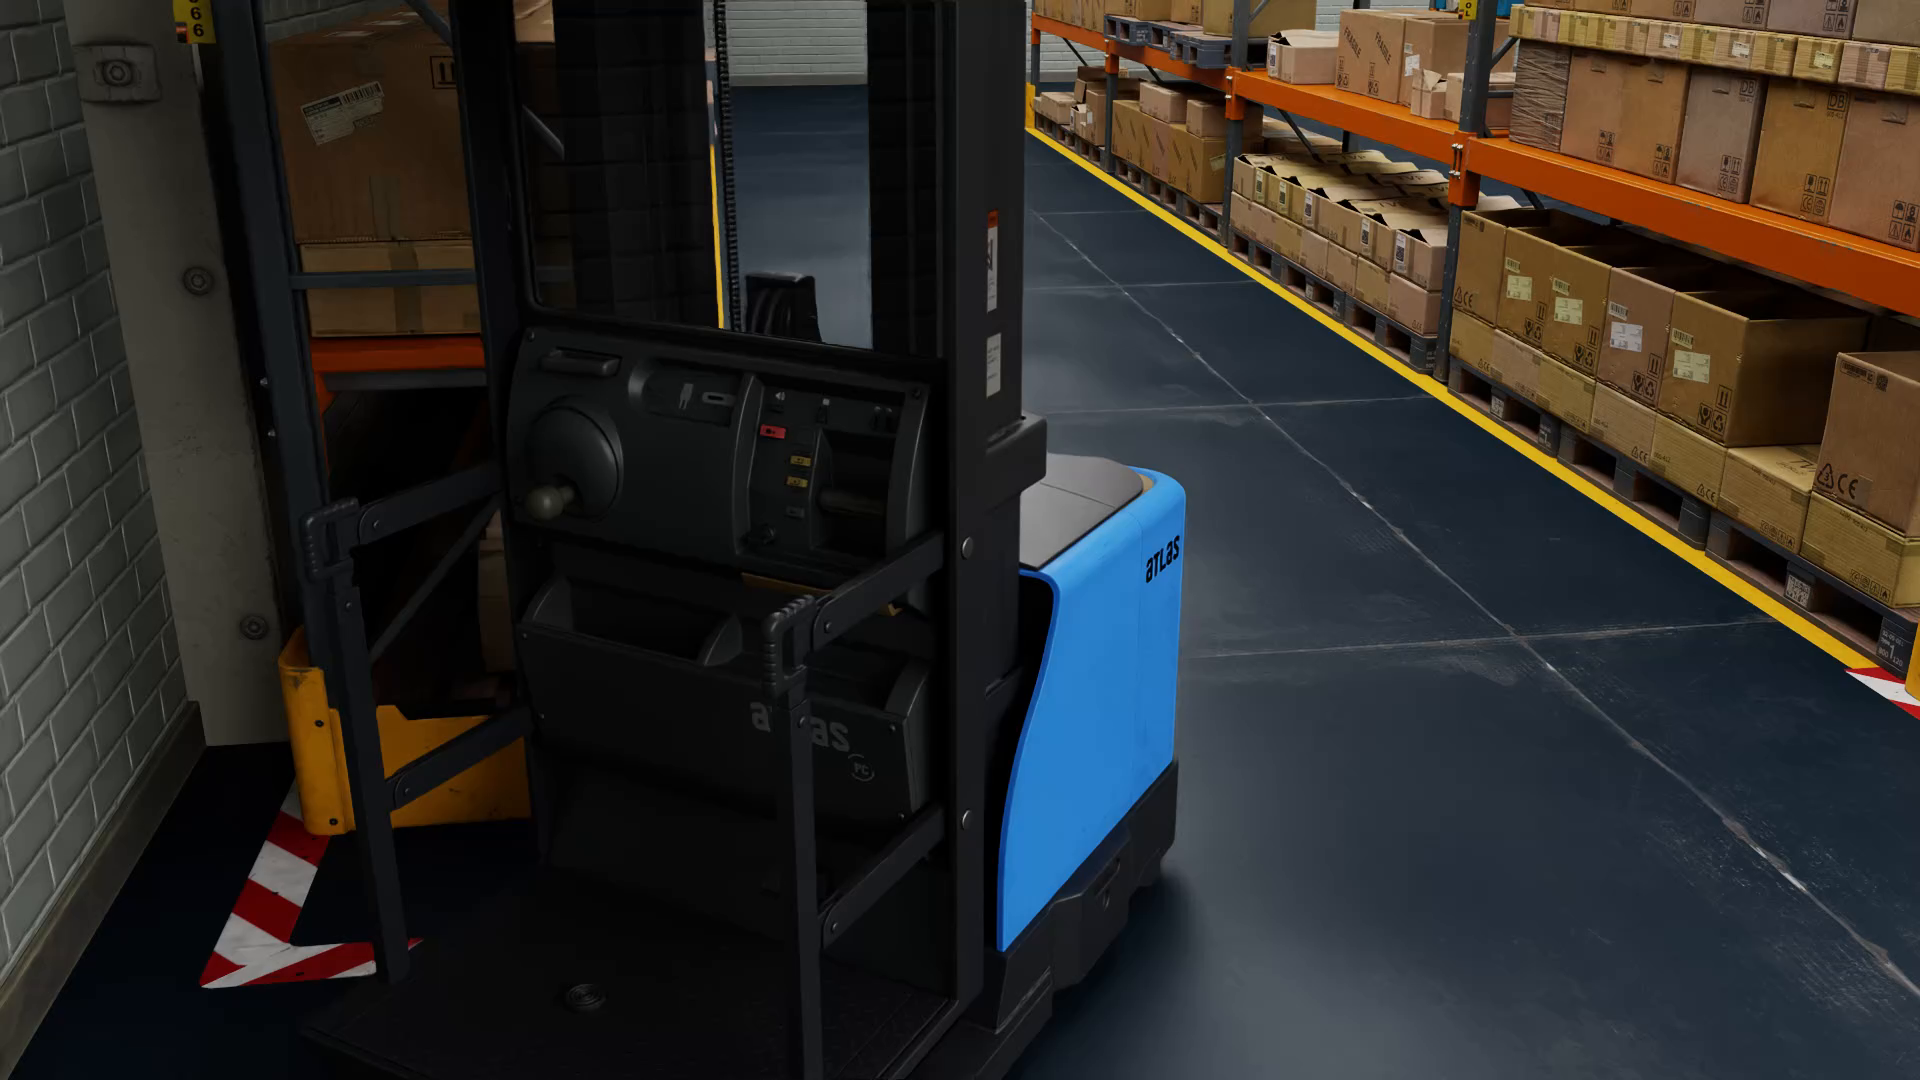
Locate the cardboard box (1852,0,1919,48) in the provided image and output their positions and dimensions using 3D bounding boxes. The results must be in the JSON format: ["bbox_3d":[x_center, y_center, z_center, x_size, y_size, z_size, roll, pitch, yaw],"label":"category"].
[{"bbox_3d":[3.517,-1.924,5.584,0.700,0.500,0.500,-3,21,-9],"label":"cardboard box"}]

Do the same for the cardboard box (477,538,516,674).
[{"bbox_3d":[-1.252,0.153,5.233,0.500,0.311,0.500,-5,21,-14],"label":"cardboard box"}]

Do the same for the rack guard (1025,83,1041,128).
[{"bbox_3d":[1.365,-5.250,20.058,1.175,0.500,0.348,-3,21,-8],"label":"rack guard"}]

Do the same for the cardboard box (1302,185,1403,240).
[{"bbox_3d":[2.522,-2.116,10.623,0.500,0.311,0.500,-3,21,-8],"label":"cardboard box"}]

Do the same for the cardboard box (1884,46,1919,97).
[{"bbox_3d":[3.341,-1.560,5.535,0.380,0.149,0.250,-3,21,-9],"label":"cardboard box"}]

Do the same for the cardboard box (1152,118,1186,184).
[{"bbox_3d":[1.984,-3.385,14.436,0.500,0.500,0.500,-4,21,-10],"label":"cardboard box"}]

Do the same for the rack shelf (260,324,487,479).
[{"bbox_3d":[-1.530,-1.012,6.166,1.077,0.370,4.000,-3,21,-8],"label":"rack shelf"}]

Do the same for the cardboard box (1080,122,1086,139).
[{"bbox_3d":[1.454,-4.243,17.234,0.380,0.149,0.250,-3,21,-8],"label":"cardboard box"}]

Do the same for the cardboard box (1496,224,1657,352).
[{"bbox_3d":[2.920,-1.203,7.908,0.500,0.500,0.500,-3,21,-8],"label":"cardboard box"}]

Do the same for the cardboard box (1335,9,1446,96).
[{"bbox_3d":[2.765,-3.144,10.704,0.500,0.500,0.500,-4,21,-11],"label":"cardboard box"}]

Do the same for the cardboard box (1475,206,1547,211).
[{"bbox_3d":[3.204,-1.793,9.758,0.500,0.311,0.500,-3,21,-8],"label":"cardboard box"}]

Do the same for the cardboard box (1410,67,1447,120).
[{"bbox_3d":[2.775,-2.525,9.380,0.396,0.266,0.258,-3,21,-9],"label":"cardboard box"}]

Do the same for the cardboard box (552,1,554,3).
[{"bbox_3d":[-1.304,-1.836,6.459,0.500,0.500,0.500,-4,21,-9],"label":"cardboard box"}]

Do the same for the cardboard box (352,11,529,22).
[{"bbox_3d":[-1.661,-1.453,5.433,0.500,0.500,0.500,-3,21,-9],"label":"cardboard box"}]

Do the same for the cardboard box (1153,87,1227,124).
[{"bbox_3d":[1.976,-3.749,14.338,0.500,0.250,0.500,-3,21,-9],"label":"cardboard box"}]

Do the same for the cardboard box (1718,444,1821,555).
[{"bbox_3d":[3.207,-0.159,6.185,0.500,0.250,0.500,-3,21,-8],"label":"cardboard box"}]

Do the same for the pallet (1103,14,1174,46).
[{"bbox_3d":[1.938,-4.690,15.261,1.003,0.211,1.213,-3,21,-8],"label":"pallet"}]

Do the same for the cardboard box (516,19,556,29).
[{"bbox_3d":[-1.074,-1.299,5.020,0.500,0.500,0.500,-3,21,-8],"label":"cardboard box"}]

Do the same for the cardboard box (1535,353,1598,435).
[{"bbox_3d":[2.984,-0.678,7.575,0.500,0.250,0.500,-3,21,-8],"label":"cardboard box"}]

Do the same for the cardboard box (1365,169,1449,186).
[{"bbox_3d":[2.978,-2.325,11.183,0.500,0.311,0.500,-3,21,-8],"label":"cardboard box"}]

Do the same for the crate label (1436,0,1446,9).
[{"bbox_3d":[5.966,-6.543,20.102,0.416,0.233,0.303,-3,21,-8],"label":"crate label"}]

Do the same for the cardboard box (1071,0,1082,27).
[{"bbox_3d":[1.452,-5.625,17.347,0.500,0.500,0.500,-2,21,-7],"label":"cardboard box"}]

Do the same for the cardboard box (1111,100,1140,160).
[{"bbox_3d":[1.759,-3.917,15.862,0.500,0.500,0.500,-4,21,-10],"label":"cardboard box"}]

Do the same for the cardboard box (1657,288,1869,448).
[{"bbox_3d":[3.130,-0.683,6.517,0.500,0.500,0.500,-3,21,-8],"label":"cardboard box"}]

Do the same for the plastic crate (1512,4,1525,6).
[{"bbox_3d":[6.284,-5.803,18.257,0.293,0.136,0.466,-3,21,-8],"label":"plastic crate"}]

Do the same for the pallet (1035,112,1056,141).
[{"bbox_3d":[1.481,-4.838,19.369,1.003,0.211,1.213,-3,21,-8],"label":"pallet"}]

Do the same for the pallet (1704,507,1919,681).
[{"bbox_3d":[3.509,0.136,6.050,1.003,0.211,1.213,-3,21,-8],"label":"pallet"}]

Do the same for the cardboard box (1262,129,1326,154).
[{"bbox_3d":[2.643,-3.065,13.580,0.500,0.500,0.500,-4,21,-10],"label":"cardboard box"}]

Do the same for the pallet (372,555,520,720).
[{"bbox_3d":[-1.334,0.341,5.502,1.003,0.211,1.213,-3,21,-8],"label":"pallet"}]

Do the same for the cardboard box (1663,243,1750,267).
[{"bbox_3d":[3.503,-1.056,7.514,0.500,0.500,0.500,-3,21,-8],"label":"cardboard box"}]

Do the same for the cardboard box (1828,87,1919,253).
[{"bbox_3d":[3.525,-1.298,5.762,0.700,0.500,0.500,-2,21,-6],"label":"cardboard box"}]

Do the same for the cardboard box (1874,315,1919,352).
[{"bbox_3d":[3.729,-0.537,6.125,0.500,0.500,0.500,-3,21,-8],"label":"cardboard box"}]

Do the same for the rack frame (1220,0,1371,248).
[{"bbox_3d":[2.507,-3.677,12.275,1.000,3.000,0.127,-3,21,-8],"label":"rack frame"}]

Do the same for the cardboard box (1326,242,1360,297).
[{"bbox_3d":[2.592,-1.682,10.263,0.500,0.250,0.500,-2,21,-7],"label":"cardboard box"}]

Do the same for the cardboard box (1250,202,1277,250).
[{"bbox_3d":[2.365,-2.216,11.691,0.500,0.250,0.500,-3,21,-9],"label":"cardboard box"}]

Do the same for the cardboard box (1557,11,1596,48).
[{"bbox_3d":[3.006,-2.364,7.689,0.380,0.149,0.250,-3,21,-9],"label":"cardboard box"}]

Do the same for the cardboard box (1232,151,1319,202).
[{"bbox_3d":[2.292,-2.652,12.059,0.500,0.311,0.500,-2,21,-6],"label":"cardboard box"}]

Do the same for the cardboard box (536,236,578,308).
[{"bbox_3d":[-0.997,-0.780,4.704,0.500,0.250,0.500,-4,21,-9],"label":"cardboard box"}]

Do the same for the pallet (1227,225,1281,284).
[{"bbox_3d":[2.587,-2.084,11.994,1.003,0.211,1.213,-3,21,-8],"label":"pallet"}]

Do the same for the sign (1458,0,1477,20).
[{"bbox_3d":[2.548,-2.767,8.295,0.100,0.325,0.005,-3,21,-8],"label":"sign"}]

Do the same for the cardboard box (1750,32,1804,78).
[{"bbox_3d":[3.229,-1.829,6.256,0.380,0.149,0.250,-2,21,-6],"label":"cardboard box"}]

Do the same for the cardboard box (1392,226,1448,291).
[{"bbox_3d":[2.742,-1.589,9.213,0.500,0.311,0.500,-3,21,-8],"label":"cardboard box"}]

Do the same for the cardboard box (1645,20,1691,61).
[{"bbox_3d":[3.120,-2.094,6.966,0.380,0.149,0.250,-4,21,-9],"label":"cardboard box"}]

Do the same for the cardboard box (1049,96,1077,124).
[{"bbox_3d":[1.296,-4.816,18.625,0.500,0.250,0.500,-3,21,-8],"label":"cardboard box"}]

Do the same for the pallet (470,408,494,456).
[{"bbox_3d":[-1.686,-0.504,7.764,1.003,0.211,1.213,-3,21,-8],"label":"pallet"}]

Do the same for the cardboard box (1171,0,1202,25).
[{"bbox_3d":[2.246,-4.697,14.262,0.700,0.500,0.500,-8,22,-21],"label":"cardboard box"}]

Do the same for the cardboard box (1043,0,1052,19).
[{"bbox_3d":[1.236,-6.149,18.749,0.500,0.500,0.500,-3,21,-8],"label":"cardboard box"}]

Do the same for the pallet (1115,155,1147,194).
[{"bbox_3d":[2.085,-3.476,15.722,1.003,0.211,1.213,-3,21,-8],"label":"pallet"}]

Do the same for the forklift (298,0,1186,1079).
[{"bbox_3d":[-0.575,-0.158,2.950,1.130,2.935,3.031,11,23,26],"label":"forklift"}]

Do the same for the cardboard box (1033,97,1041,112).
[{"bbox_3d":[1.074,-5.155,19.678,0.380,0.149,0.250,-3,21,-8],"label":"cardboard box"}]

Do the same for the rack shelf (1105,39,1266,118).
[{"bbox_3d":[2.219,-4.033,14.254,1.077,0.370,4.000,-3,21,-8],"label":"rack shelf"}]

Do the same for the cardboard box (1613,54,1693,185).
[{"bbox_3d":[3.305,-1.830,7.185,0.700,0.500,0.500,-3,21,-7],"label":"cardboard box"}]

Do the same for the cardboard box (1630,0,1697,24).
[{"bbox_3d":[3.299,-2.445,6.979,0.700,0.500,0.500,-3,21,-8],"label":"cardboard box"}]

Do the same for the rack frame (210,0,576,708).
[{"bbox_3d":[-1.241,-0.656,4.186,1.000,3.000,0.127,-3,21,-8],"label":"rack frame"}]
